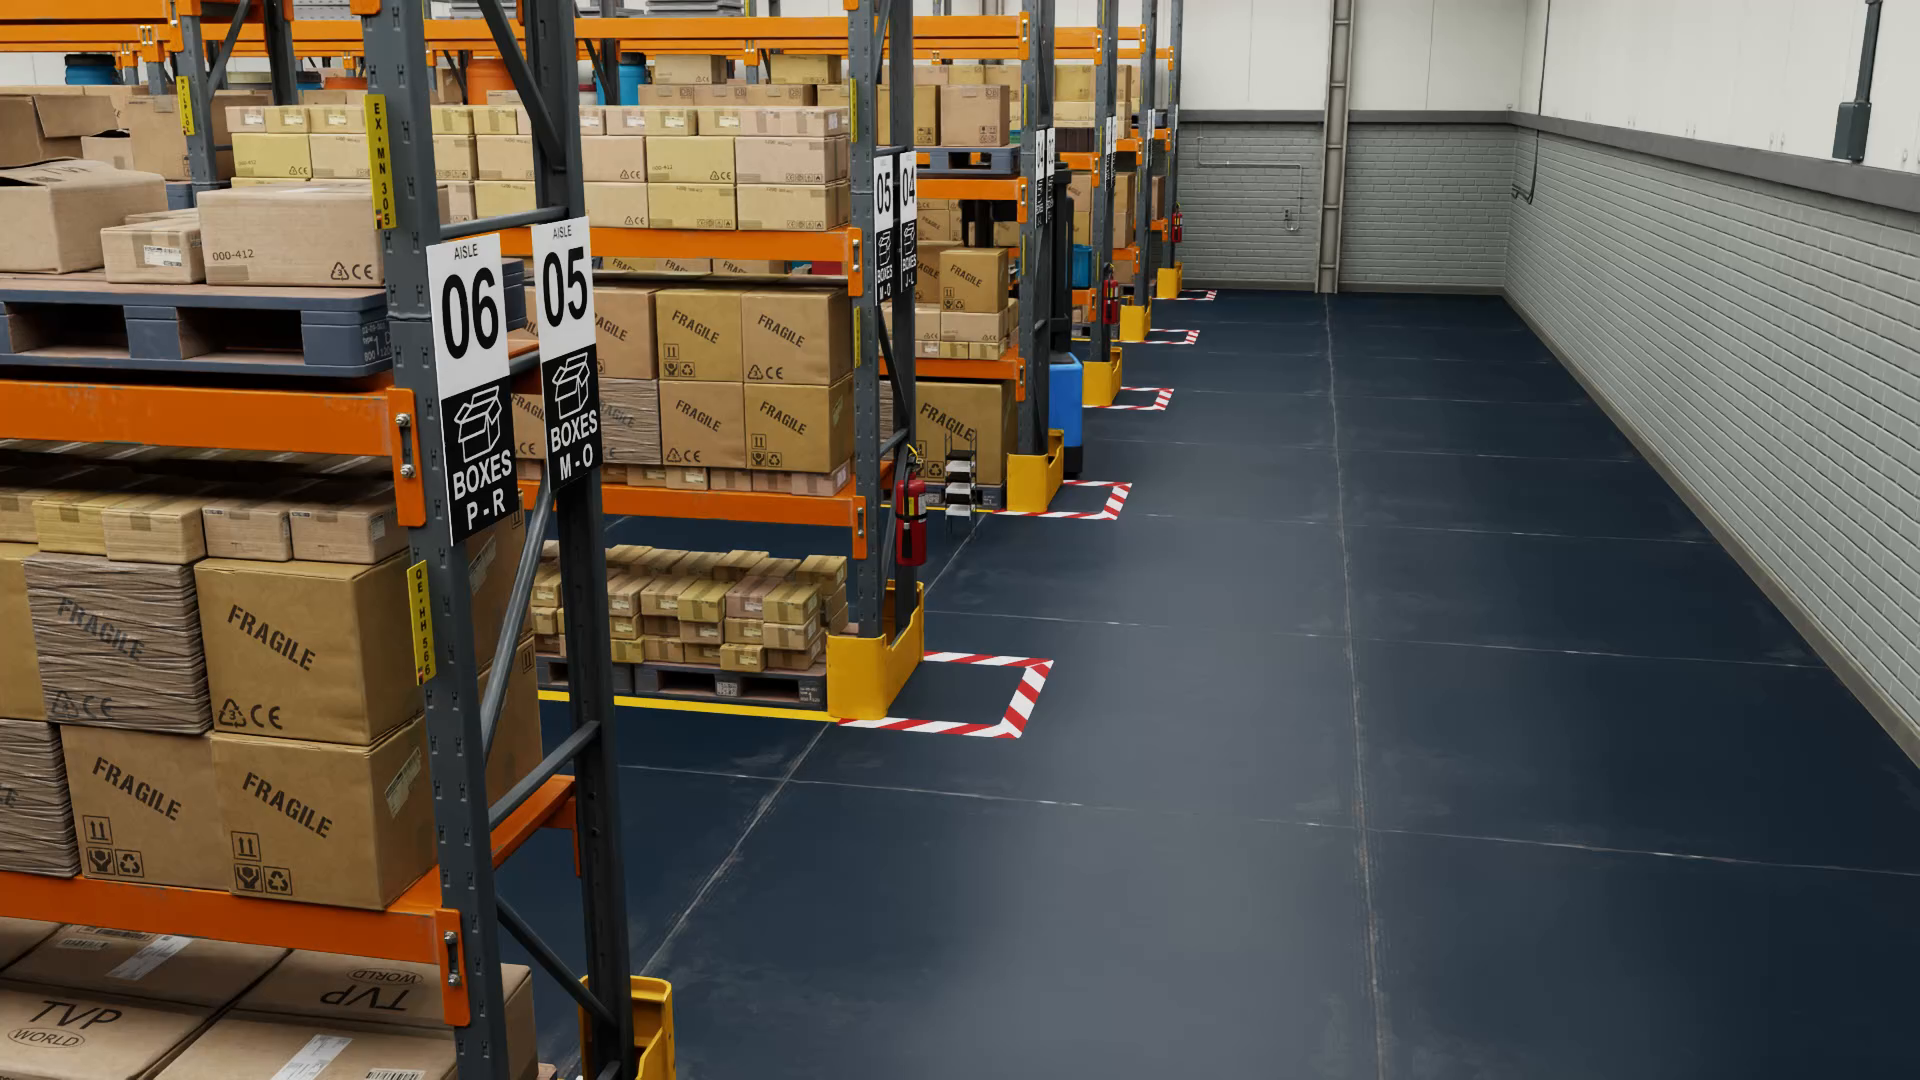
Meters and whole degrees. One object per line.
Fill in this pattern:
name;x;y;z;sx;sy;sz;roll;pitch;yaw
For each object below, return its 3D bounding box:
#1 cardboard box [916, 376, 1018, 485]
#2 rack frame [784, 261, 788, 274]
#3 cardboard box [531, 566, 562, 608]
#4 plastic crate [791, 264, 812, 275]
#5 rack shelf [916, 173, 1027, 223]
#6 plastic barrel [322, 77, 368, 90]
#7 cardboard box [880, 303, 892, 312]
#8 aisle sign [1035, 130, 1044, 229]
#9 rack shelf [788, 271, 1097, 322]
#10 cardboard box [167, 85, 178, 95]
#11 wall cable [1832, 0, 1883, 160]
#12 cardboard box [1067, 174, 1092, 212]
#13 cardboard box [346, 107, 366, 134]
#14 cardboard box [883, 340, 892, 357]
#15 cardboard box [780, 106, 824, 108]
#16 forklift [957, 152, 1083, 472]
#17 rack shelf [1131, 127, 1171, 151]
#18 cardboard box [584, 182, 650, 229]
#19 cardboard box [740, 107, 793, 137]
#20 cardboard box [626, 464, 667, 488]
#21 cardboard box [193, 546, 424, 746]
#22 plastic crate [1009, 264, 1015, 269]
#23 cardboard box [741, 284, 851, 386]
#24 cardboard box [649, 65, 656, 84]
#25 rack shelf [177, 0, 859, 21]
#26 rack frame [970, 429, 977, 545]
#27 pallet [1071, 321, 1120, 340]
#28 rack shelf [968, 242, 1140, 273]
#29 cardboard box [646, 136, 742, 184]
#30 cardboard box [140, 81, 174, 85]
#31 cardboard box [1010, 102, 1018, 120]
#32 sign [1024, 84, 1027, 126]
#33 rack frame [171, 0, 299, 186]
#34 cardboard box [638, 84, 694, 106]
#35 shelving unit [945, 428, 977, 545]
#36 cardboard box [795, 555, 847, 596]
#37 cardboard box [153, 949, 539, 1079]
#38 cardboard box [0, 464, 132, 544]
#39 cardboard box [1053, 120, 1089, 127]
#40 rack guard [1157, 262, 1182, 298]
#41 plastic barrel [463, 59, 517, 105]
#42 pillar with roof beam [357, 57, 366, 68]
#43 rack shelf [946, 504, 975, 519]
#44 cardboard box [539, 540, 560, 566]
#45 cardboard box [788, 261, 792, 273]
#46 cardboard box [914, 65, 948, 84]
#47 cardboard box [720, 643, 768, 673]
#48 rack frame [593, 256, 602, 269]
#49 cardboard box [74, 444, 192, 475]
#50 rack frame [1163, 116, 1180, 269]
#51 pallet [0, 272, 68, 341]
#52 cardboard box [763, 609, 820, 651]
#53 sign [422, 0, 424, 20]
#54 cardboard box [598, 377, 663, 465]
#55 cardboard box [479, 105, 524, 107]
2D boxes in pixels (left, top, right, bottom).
cardboard box;0.012;-1.031;14.789;0.875;0.875;0.875;3;16;11
rack frame;-2.277;-3.348;19.959;0.127;3.000;1.000;3;16;11
cardboard box;-2.529;0.287;10.276;0.250;0.149;0.380;3;16;11
plastic crate;-1.850;-3.188;19.762;0.243;0.136;0.396;3;16;11
rack shelf;-1.304;-3.045;14.594;4.000;0.370;1.077;3;16;11
plastic barrel;-7.600;-5.349;20.758;0.708;0.830;0.600;3;16;11
cardboard box;-0.868;-1.921;14.532;0.500;0.250;0.500;3;16;9
aisle sign;0.666;-3.010;13.870;0.004;0.787;0.394;3;16;11
rack shelf;-0.317;-2.895;19.671;4.000;0.370;1.077;3;16;11
cardboard box;-7.593;-4.092;15.903;0.500;0.500;0.500;3;16;12
wall cable;5.510;-5.079;8.943;0.120;5.999;2.277;3;16;11
cardboard box;1.647;-4.939;23.644;0.500;0.500;0.500;4;16;13
cardboard box;-3.352;-2.440;9.661;0.250;0.149;0.380;3;16;10
cardboard box;-0.506;-1.692;14.451;0.250;0.149;0.380;3;16;12
cardboard box;-0.950;-2.449;9.692;0.250;0.149;0.380;4;16;13
forklift;0.540;-2.373;16.567;1.130;2.935;3.031;-1;16;-3
rack shelf;1.657;-6.932;28.627;4.000;0.370;1.077;3;16;11
cardboard box;-1.915;-1.931;9.505;0.500;0.250;0.500;4;16;13
cardboard box;-1.043;-2.328;9.255;0.250;0.149;0.380;3;16;12
cardboard box;-1.800;-0.431;9.901;0.250;0.149;0.380;2;16;9
cardboard box;-1.839;0.259;4.876;0.500;0.500;0.500;4;16;13
plastic crate;0.504;-3.211;19.847;0.298;0.136;0.250;3;16;11
cardboard box;-0.930;-1.180;9.516;0.500;0.500;0.500;3;16;10
cardboard box;-4.280;-6.780;24.670;0.500;0.500;0.500;3;16;11
rack shelf;-2.392;-3.197;9.529;4.000;0.370;1.077;3;16;11
rack frame;0.108;-0.428;13.351;0.006;0.900;0.240;3;16;11
pallet;1.777;-3.133;24.408;1.213;0.211;1.003;3;16;11
rack shelf;0.673;-4.190;24.349;4.000;0.370;1.077;3;16;11
cardboard box;-1.435;-2.146;9.347;0.500;0.250;0.500;3;16;10
cardboard box;-12.484;-7.015;26.338;0.637;0.503;0.797;4;16;15
cardboard box;0.608;-6.085;23.564;0.500;0.250;0.500;3;16;11
sign;0.534;-3.532;13.496;0.005;0.325;0.100;3;16;11
rack frame;-4.352;-3.651;9.816;0.127;3.000;1.000;3;16;11
cardboard box;-2.485;-3.771;14.705;0.500;0.500;0.700;2;16;8
shelving unit;0.008;-0.433;13.370;0.210;0.900;0.258;3;16;11
cardboard box;-0.878;0.221;10.516;0.250;0.149;0.380;2;16;9
cardboard box;-1.986;1.776;5.473;0.875;0.438;0.875;3;16;9
cardboard box;-2.715;-0.112;5.002;0.250;0.149;0.380;3;16;11
cardboard box;1.589;-5.792;23.444;0.500;0.250;0.500;3;16;11
rack guard;3.640;-4.521;28.876;0.348;0.500;1.175;3;16;11
plastic barrel;-5.641;-5.385;20.102;0.708;0.830;0.600;3;16;11
pillar with roof beam;-12.062;-8.532;27.436;0.400;9.000;9.100;3;16;11
rack shelf;0.008;-0.228;13.427;0.200;0.077;0.258;3;16;11
cardboard box;-2.658;0.126;10.859;0.250;0.149;0.380;3;16;9
cardboard box;-2.692;-4.155;25.327;0.500;0.250;0.500;3;16;11
cardboard box;-0.341;-6.540;23.802;0.500;0.500;0.700;3;16;11
cardboard box;-1.262;0.663;10.032;0.250;0.149;0.380;4;16;13
rack frame;-3.264;-2.052;15.282;0.127;3.000;1.000;3;16;11
cardboard box;-2.644;-0.230;5.427;0.250;0.149;0.380;3;16;12
rack frame;3.617;-5.727;28.547;0.127;3.000;1.000;3;16;11
pallet;-3.248;-0.751;5.131;1.213;0.211;1.003;3;16;11
cardboard box;-1.006;0.527;9.966;0.250;0.149;0.380;3;16;10
sign;-6.300;-6.152;19.449;0.005;0.325;0.100;3;16;11
cardboard box;-1.926;-0.749;9.831;0.500;0.500;0.500;3;16;11
cardboard box;-2.718;-2.559;10.091;0.250;0.149;0.380;3;16;11
